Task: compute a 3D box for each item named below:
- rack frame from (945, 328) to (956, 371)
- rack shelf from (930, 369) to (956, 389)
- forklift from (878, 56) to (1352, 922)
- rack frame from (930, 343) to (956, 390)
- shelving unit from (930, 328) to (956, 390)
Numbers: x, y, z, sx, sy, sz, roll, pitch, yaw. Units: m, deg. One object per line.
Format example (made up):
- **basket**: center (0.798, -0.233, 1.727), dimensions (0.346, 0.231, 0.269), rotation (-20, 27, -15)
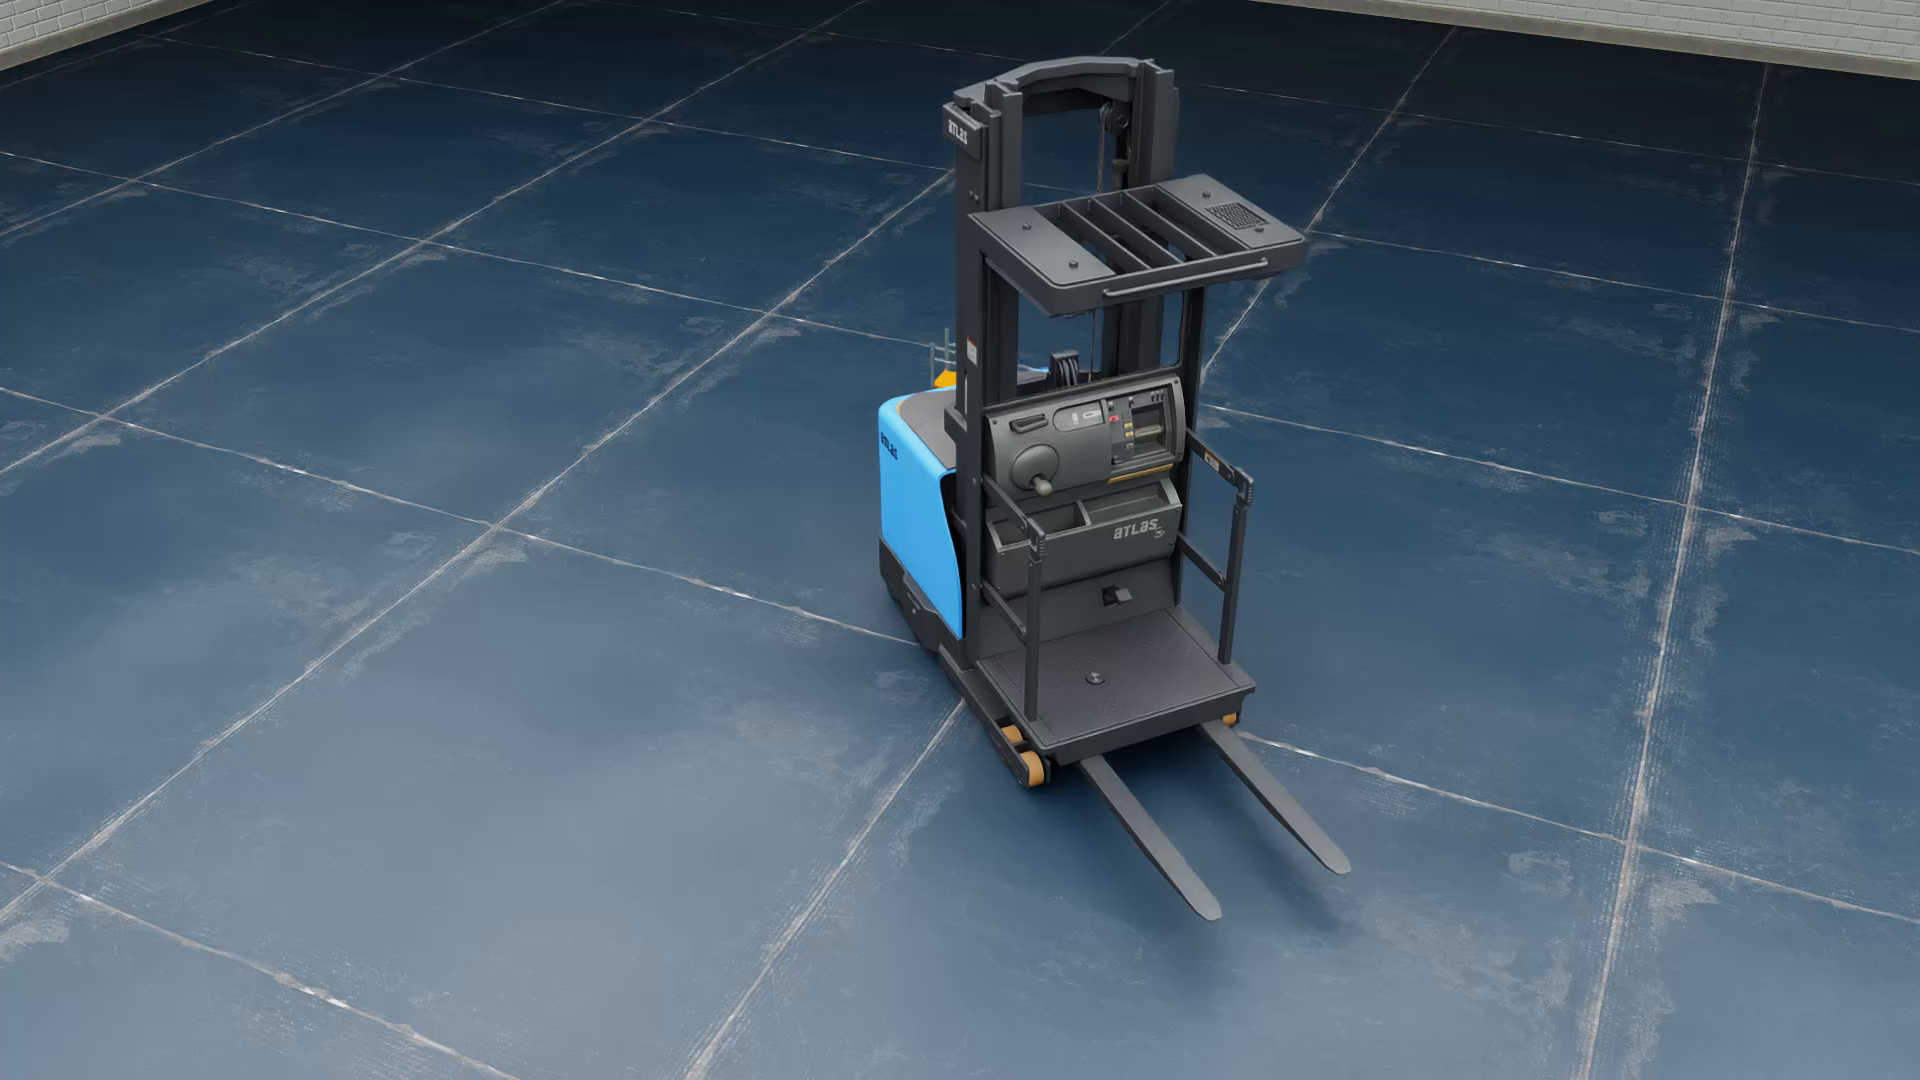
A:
- **rack frame**: center (0.033, -0.565, 8.886), dimensions (0.240, 1.200, 0.006), rotation (14, 36, 20)
- **rack shelf**: center (-0.004, -0.783, 8.642), dimensions (0.258, 0.103, 0.180), rotation (14, 36, 20)
- **forklift**: center (0.648, -0.390, 7.041), dimensions (1.130, 2.935, 3.031), rotation (-14, 36, -20)
- **rack frame**: center (-0.041, -0.473, 8.745), dimensions (0.240, 1.200, 0.006), rotation (14, 36, 20)
- **shelving unit**: center (-0.004, -0.519, 8.815), dimensions (0.258, 1.200, 0.189), rotation (14, 36, 20)
